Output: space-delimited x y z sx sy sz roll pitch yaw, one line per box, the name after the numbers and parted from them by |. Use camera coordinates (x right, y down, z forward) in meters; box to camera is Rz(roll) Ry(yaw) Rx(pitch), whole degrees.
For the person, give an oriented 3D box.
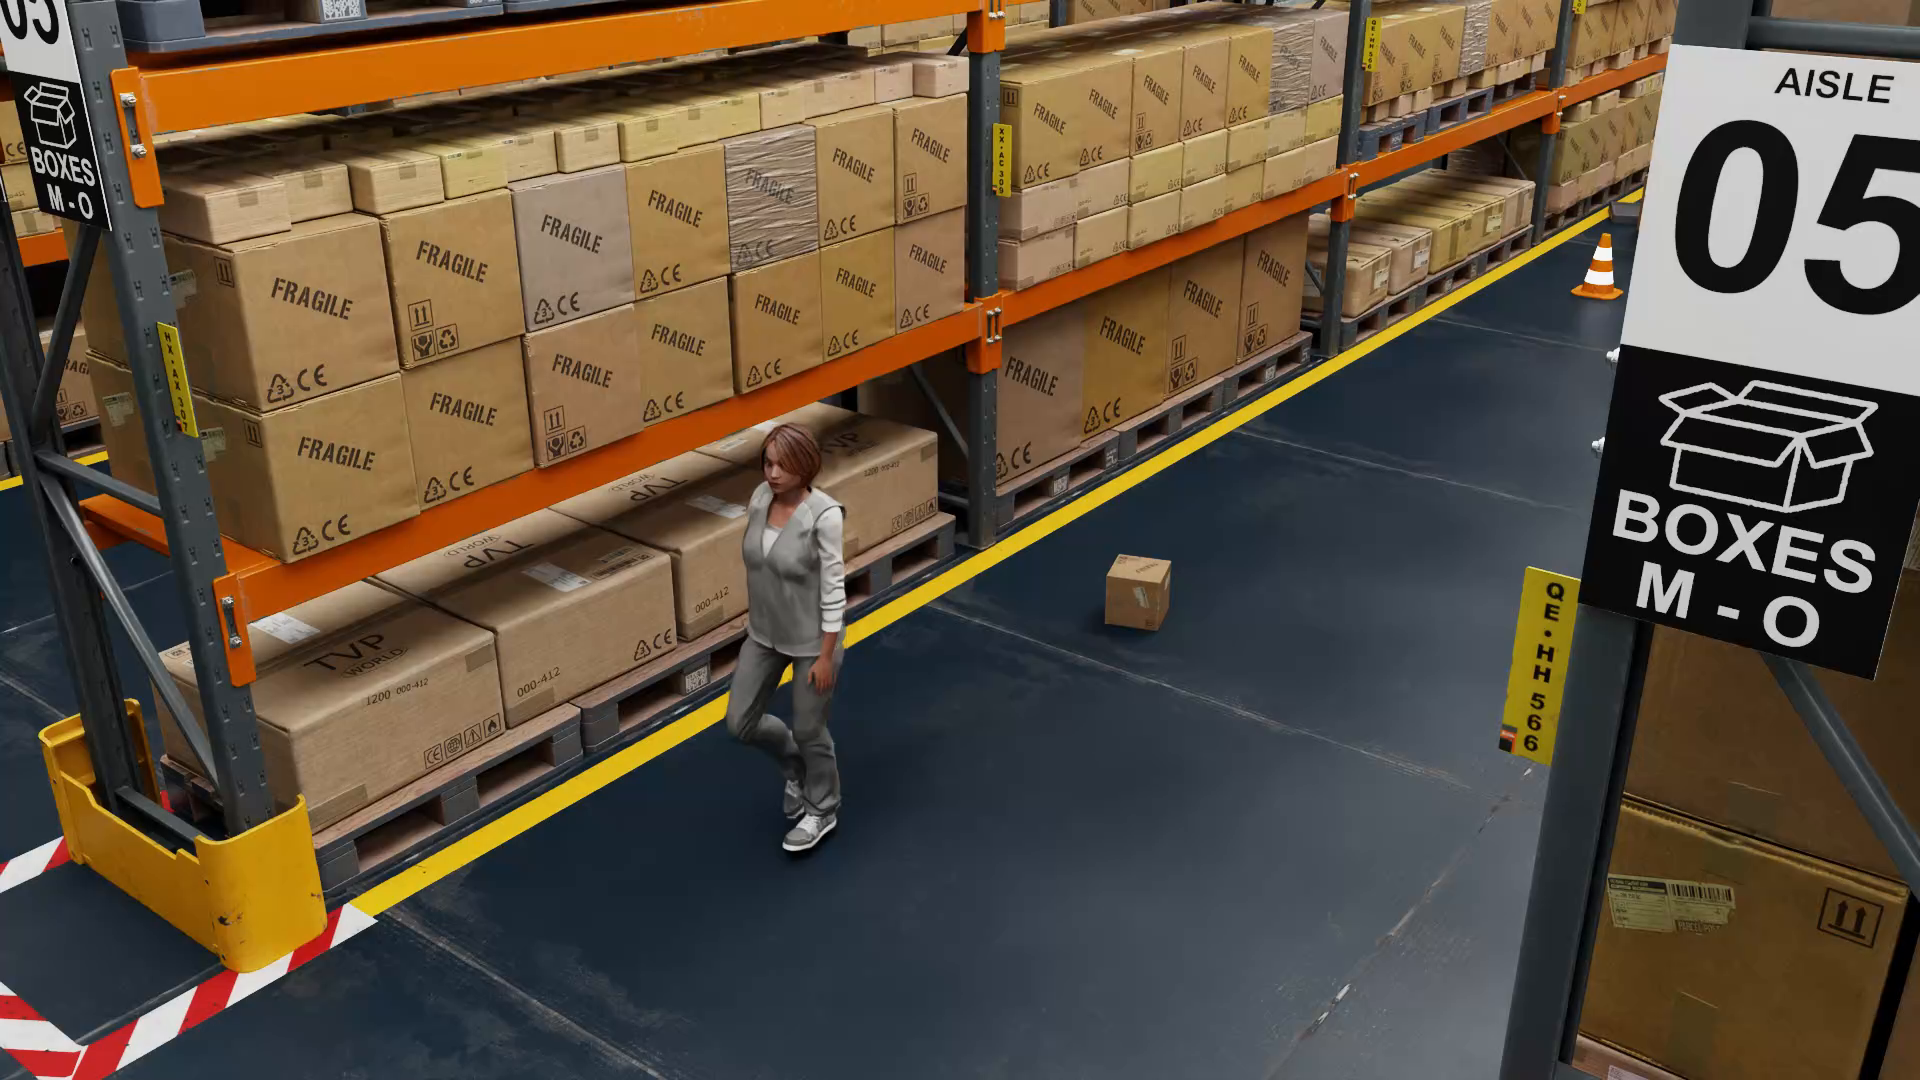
-0.580 0.360 5.744 0.449 1.576 0.422 14 27 29 | person
